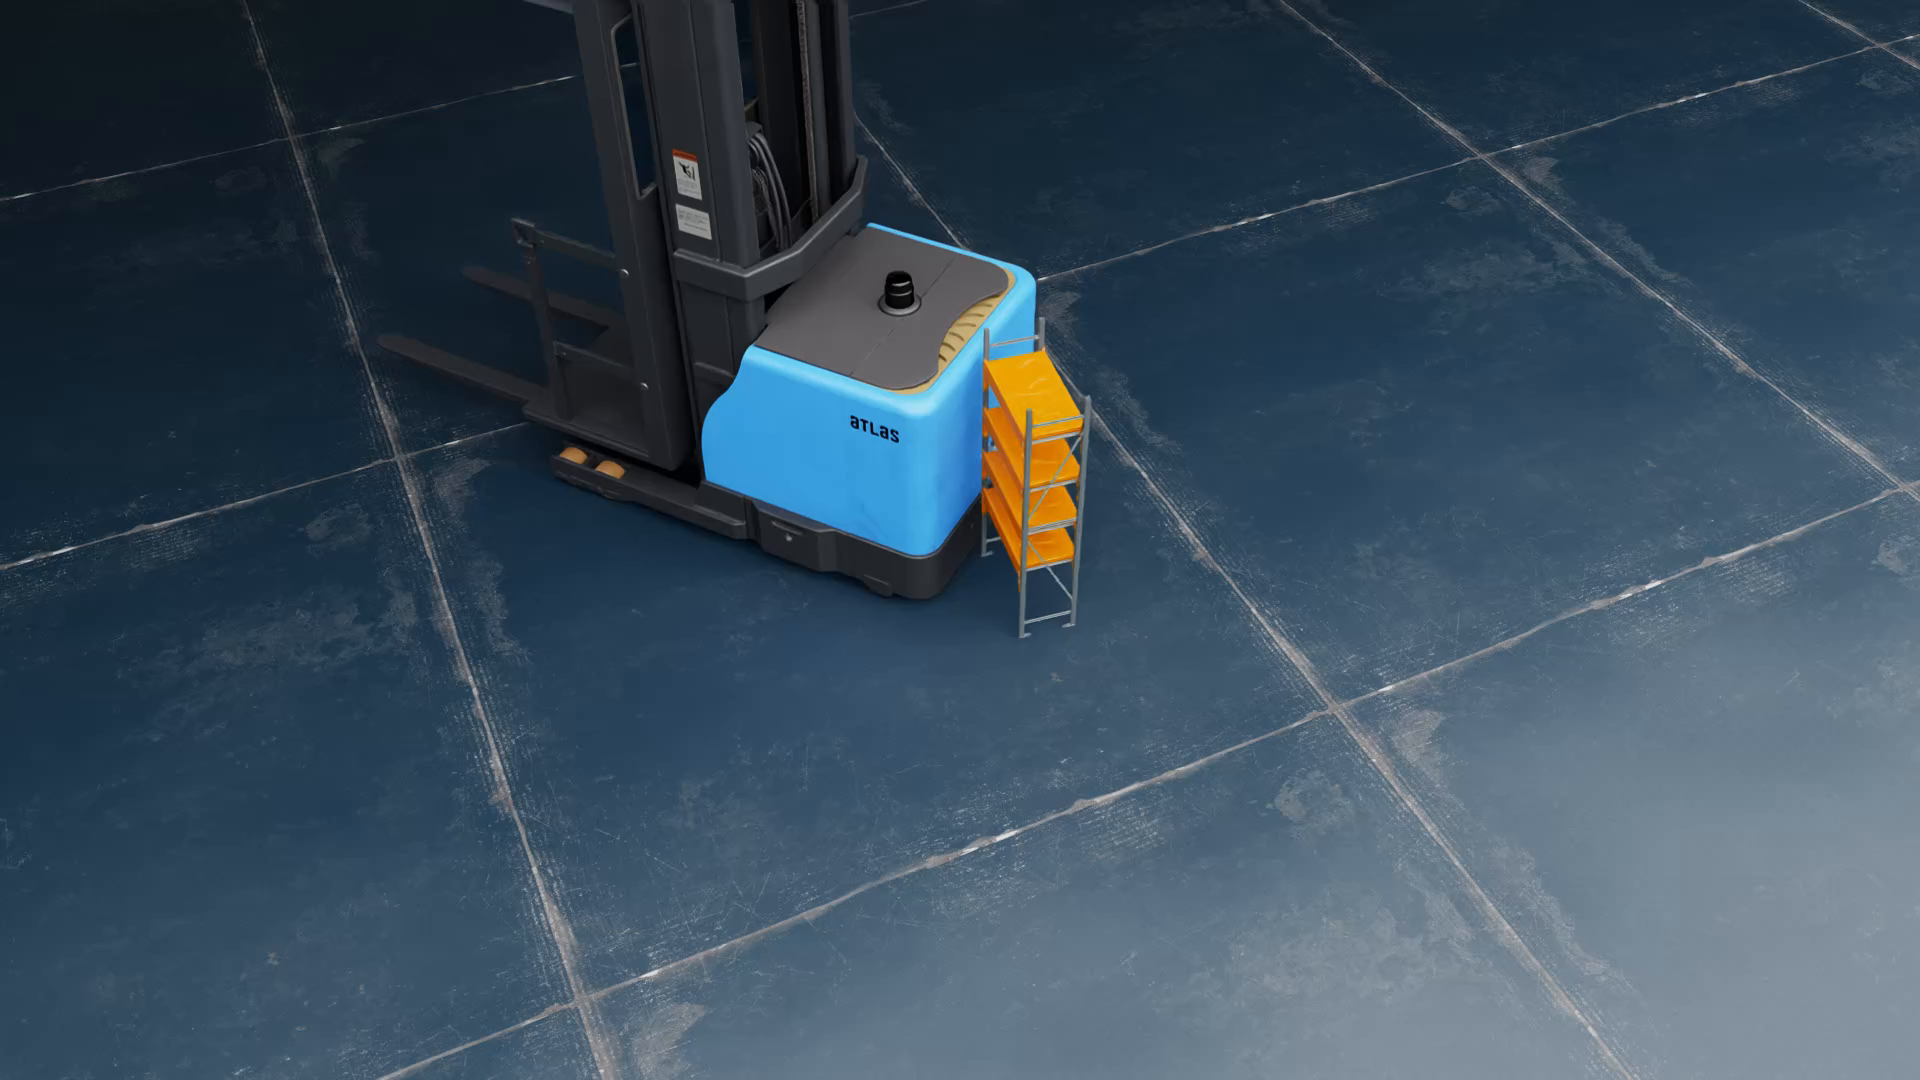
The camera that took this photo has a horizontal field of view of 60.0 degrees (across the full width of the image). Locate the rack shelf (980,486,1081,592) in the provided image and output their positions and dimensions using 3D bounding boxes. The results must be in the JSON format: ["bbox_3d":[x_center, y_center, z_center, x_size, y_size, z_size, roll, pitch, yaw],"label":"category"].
[{"bbox_3d":[0.278,-0.032,6.675,0.258,0.148,0.480,-12,46,-12],"label":"rack shelf"}]

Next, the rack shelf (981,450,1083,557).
[{"bbox_3d":[0.278,-0.173,6.536,0.258,0.148,0.480,-12,46,-12],"label":"rack shelf"}]

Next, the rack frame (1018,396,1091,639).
[{"bbox_3d":[0.351,-0.057,6.323,0.240,1.200,0.015,-12,46,-12],"label":"rack frame"}]

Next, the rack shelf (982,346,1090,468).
[{"bbox_3d":[0.278,-0.501,6.212,0.258,0.148,0.480,-12,46,-12],"label":"rack shelf"}]

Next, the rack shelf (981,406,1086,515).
[{"bbox_3d":[0.278,-0.332,6.379,0.258,0.148,0.480,-12,46,-12],"label":"rack shelf"}]

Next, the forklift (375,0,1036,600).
[{"bbox_3d":[-1.229,-1.536,6.588,3.031,2.935,1.130,20,48,19],"label":"forklift"}]

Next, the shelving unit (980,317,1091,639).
[{"bbox_3d":[0.278,-0.221,6.488,0.258,1.200,0.503,-12,46,-12],"label":"shelving unit"}]

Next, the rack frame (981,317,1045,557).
[{"bbox_3d":[0.204,-0.384,6.654,0.240,1.200,0.015,-12,46,-12],"label":"rack frame"}]
